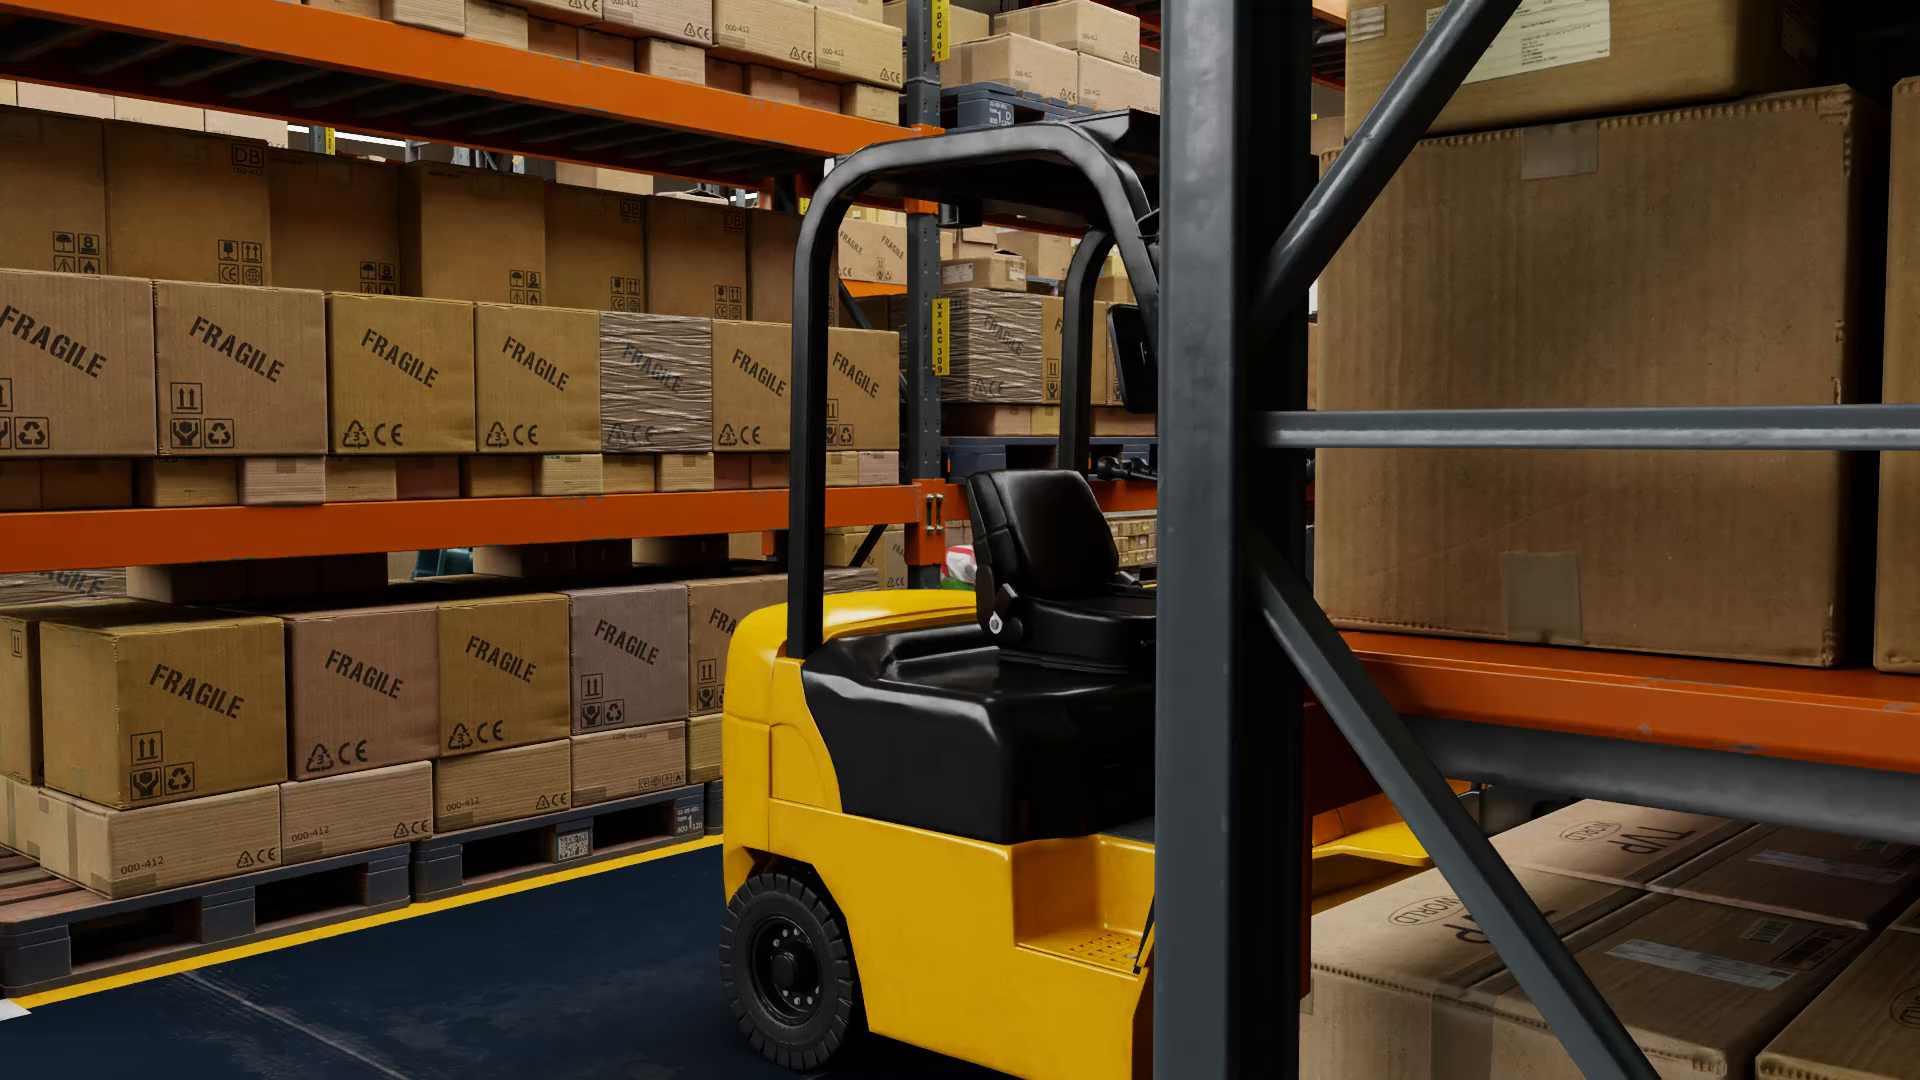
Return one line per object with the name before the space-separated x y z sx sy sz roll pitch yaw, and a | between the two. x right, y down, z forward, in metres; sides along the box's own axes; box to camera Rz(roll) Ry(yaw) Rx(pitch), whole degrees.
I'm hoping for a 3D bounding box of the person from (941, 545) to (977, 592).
person | 0.194 0.445 11.069 0.966 0.817 0.516 3 5 39
